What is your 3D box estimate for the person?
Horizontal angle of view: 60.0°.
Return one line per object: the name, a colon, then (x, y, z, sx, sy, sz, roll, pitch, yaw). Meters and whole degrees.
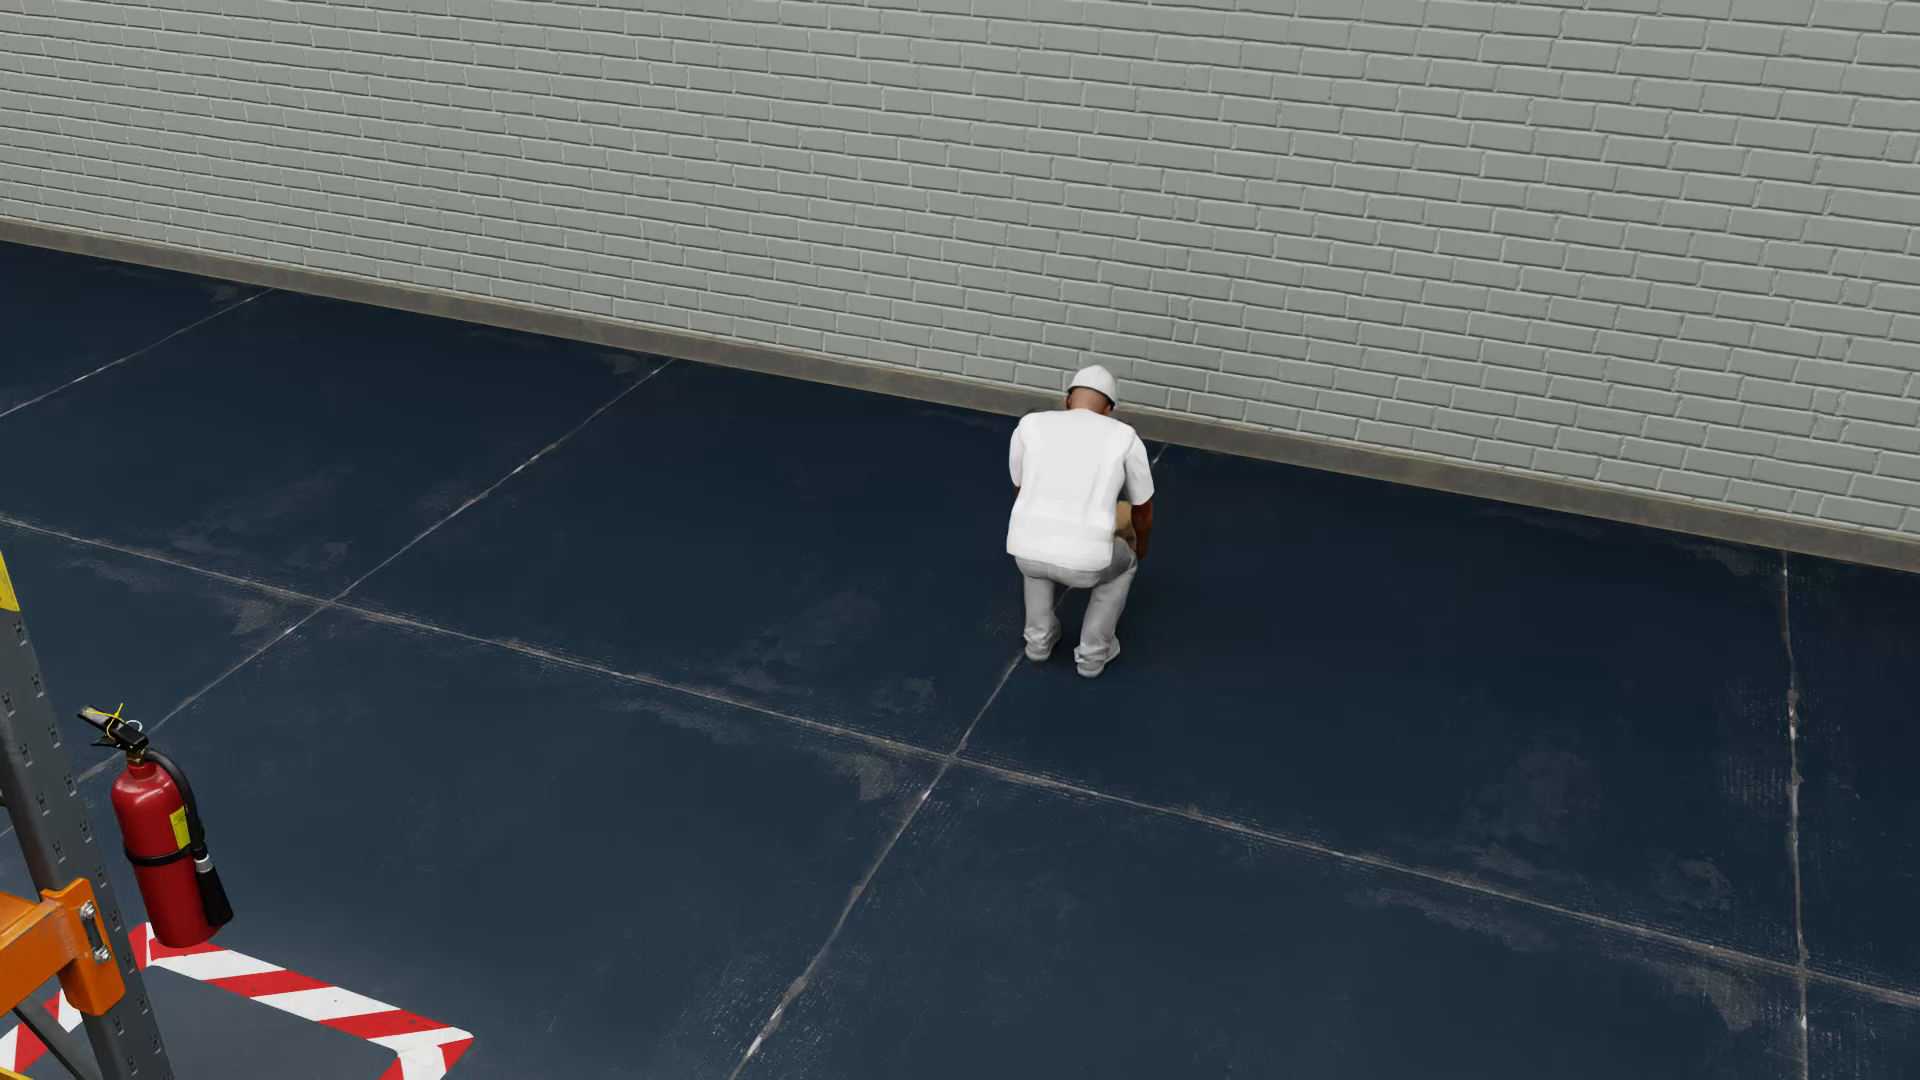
person: (0.446, -0.066, 6.844, 0.612, 1.156, 0.852, 11, 31, 19)
